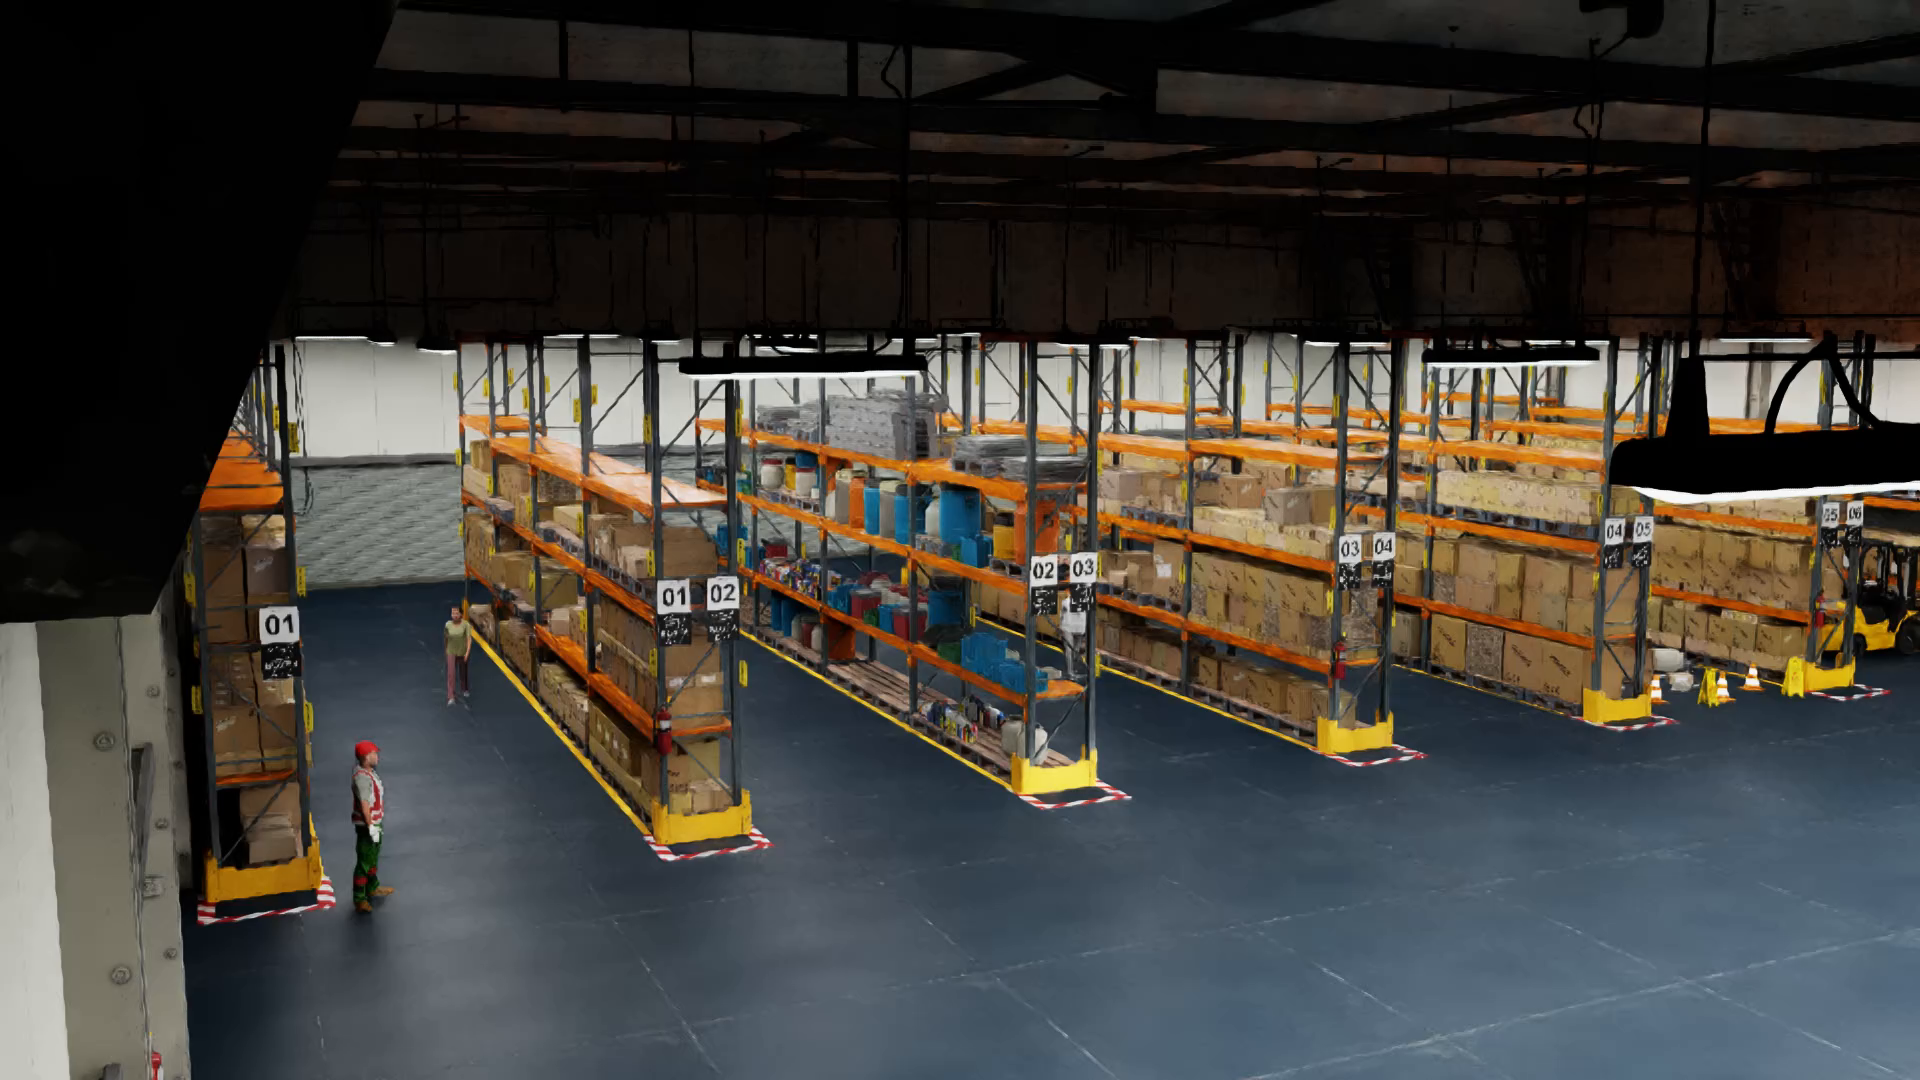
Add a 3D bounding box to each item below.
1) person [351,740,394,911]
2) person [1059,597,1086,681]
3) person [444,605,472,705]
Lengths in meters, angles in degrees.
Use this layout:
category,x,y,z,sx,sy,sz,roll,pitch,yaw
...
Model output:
category,x,y,z,sx,sy,sz,roll,pitch,yaw
person,-6.353,3.023,17.892,0.390,1.793,0.709,-2,8,-13
person,2.022,1.565,29.046,0.538,1.715,1.032,-2,8,-15
person,-8.222,1.864,27.273,0.445,1.586,1.017,-2,8,-16
